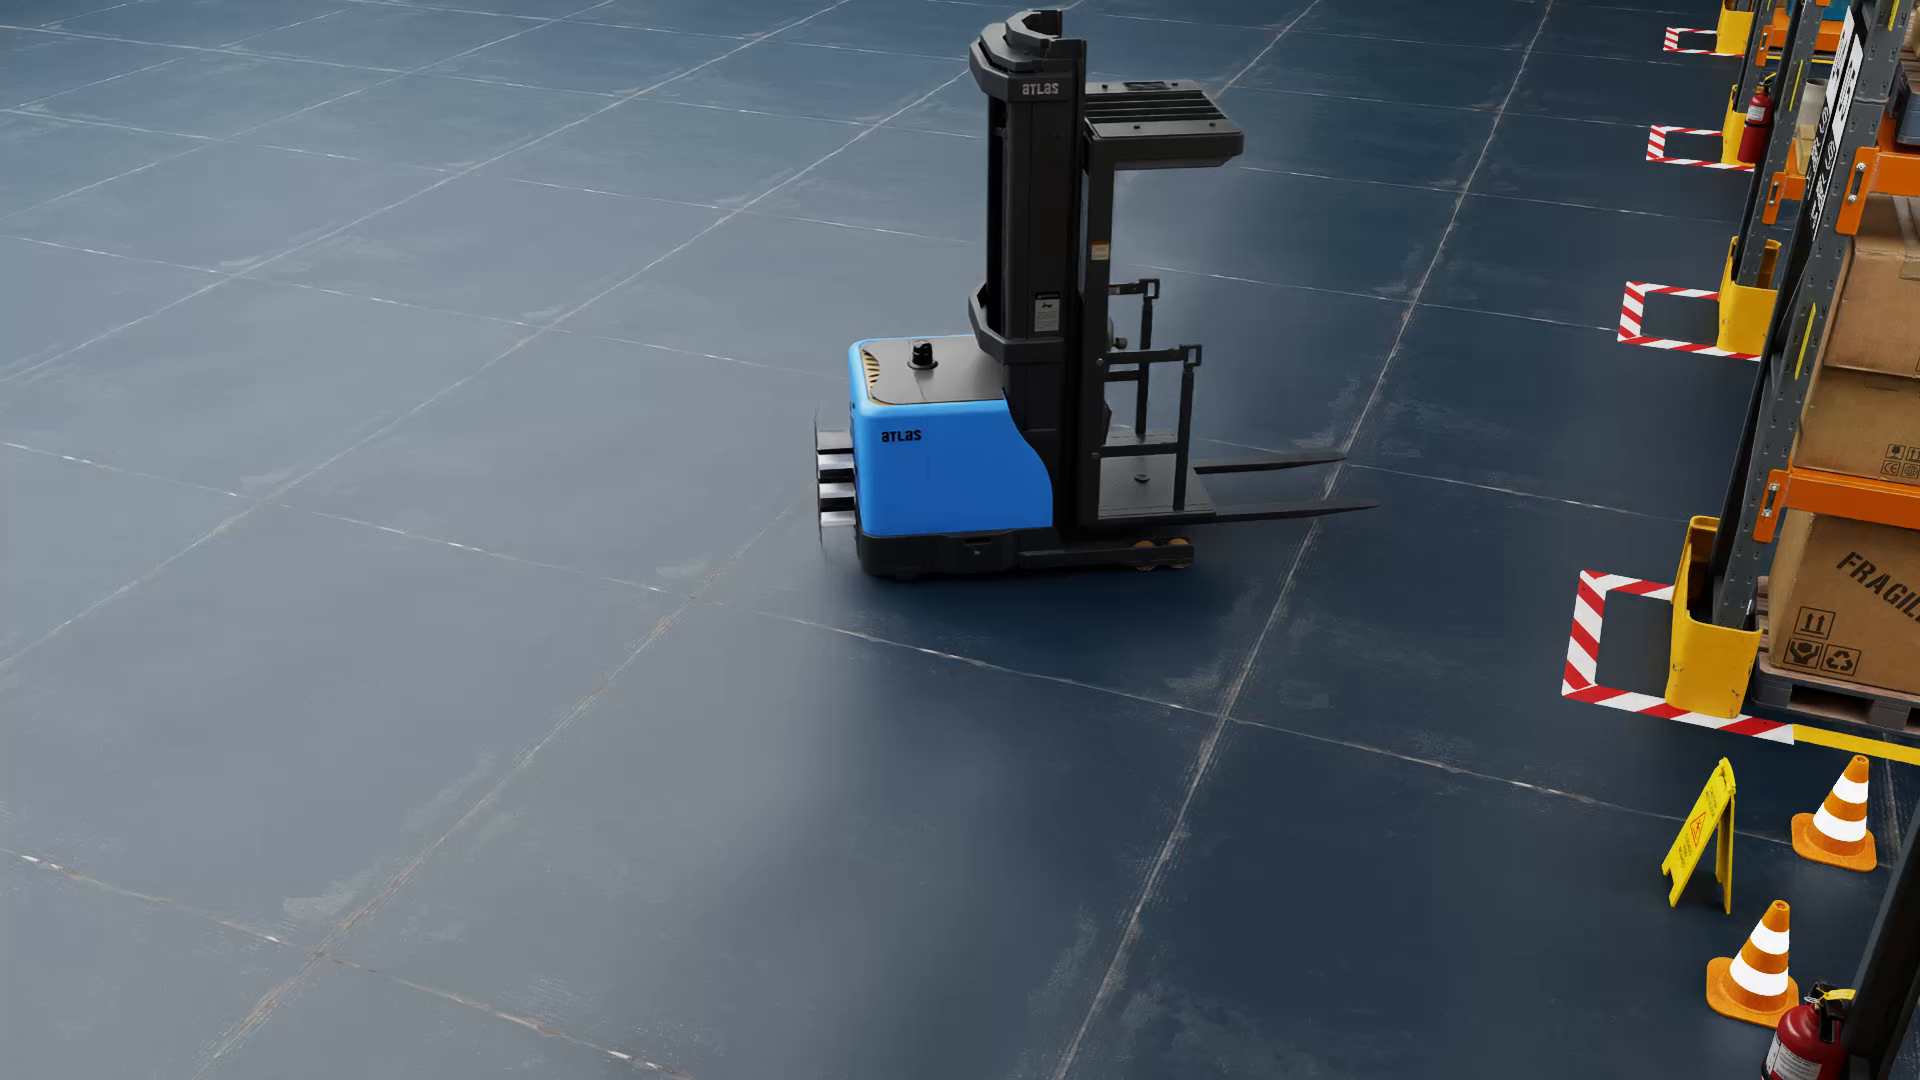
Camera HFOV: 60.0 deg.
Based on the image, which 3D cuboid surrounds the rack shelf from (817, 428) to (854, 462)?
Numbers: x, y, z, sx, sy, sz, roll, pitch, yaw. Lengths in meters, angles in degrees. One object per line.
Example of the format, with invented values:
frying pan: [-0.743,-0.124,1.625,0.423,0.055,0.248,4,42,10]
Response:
rack shelf: [-0.701,-0.532,9.295,0.200,0.077,0.258,-4,30,-6]

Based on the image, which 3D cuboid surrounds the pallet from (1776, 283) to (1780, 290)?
pallet: [6.680,-1.556,12.289,1.213,0.211,1.003,11,31,19]

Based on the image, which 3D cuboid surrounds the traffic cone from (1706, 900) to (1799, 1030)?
traffic cone: [3.130,1.595,6.459,0.334,0.463,0.336,11,31,19]

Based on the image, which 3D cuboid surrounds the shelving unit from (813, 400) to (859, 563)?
shelving unit: [-0.701,-0.326,9.412,0.210,0.900,0.258,-4,30,-6]

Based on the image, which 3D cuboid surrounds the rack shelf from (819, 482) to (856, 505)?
rack shelf: [-0.701,-0.297,9.428,0.200,0.077,0.258,-4,30,-6]

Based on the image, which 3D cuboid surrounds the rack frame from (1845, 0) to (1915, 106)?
rack frame: [3.912,-3.320,6.478,0.127,3.000,1.000,11,31,19]

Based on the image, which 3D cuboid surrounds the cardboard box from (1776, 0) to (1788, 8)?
cardboard box: [10.207,-6.816,20.365,0.500,0.500,0.500,11,31,19]

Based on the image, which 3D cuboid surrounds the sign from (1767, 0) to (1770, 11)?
sign: [7.522,-5.080,15.407,0.005,0.325,0.100,11,31,19]

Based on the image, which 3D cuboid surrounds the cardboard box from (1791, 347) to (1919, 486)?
cardboard box: [4.273,-0.725,7.832,0.550,0.550,0.875,11,31,19]

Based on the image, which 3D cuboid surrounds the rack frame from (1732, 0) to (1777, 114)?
rack frame: [7.733,-5.209,15.918,0.127,3.000,1.000,11,31,19]

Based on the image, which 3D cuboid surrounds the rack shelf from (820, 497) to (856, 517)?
rack shelf: [-0.701,-0.218,9.473,0.200,0.077,0.258,-4,30,-6]

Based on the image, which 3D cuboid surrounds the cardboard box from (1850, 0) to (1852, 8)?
cardboard box: [6.473,-3.570,11.598,0.500,0.500,0.500,11,31,19]

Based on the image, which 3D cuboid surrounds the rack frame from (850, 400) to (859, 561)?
rack frame: [-0.600,-0.332,9.423,0.006,0.900,0.240,-4,30,-6]

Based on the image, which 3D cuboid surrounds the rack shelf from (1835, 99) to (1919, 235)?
rack shelf: [5.765,-1.331,6.738,4.000,0.370,1.077,11,31,19]

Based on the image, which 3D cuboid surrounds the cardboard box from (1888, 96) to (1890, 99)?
cardboard box: [6.370,-3.009,11.622,0.500,0.500,0.875,11,31,19]

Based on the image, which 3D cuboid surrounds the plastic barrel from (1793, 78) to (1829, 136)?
plastic barrel: [8.371,-4.222,16.273,0.421,0.512,0.421,0,29,0]

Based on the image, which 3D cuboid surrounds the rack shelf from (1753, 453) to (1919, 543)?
rack shelf: [5.765,-0.025,7.476,4.000,0.370,1.077,11,31,19]

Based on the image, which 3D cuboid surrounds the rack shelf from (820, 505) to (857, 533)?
rack shelf: [-0.701,-0.140,9.517,0.200,0.077,0.258,-4,30,-6]

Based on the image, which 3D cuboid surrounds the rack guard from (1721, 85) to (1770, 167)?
rack guard: [7.821,-4.128,16.546,0.348,0.500,1.175,11,31,19]

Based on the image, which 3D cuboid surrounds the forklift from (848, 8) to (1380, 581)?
forklift: [0.900,-1.357,9.173,3.031,2.935,1.130,-4,30,-6]

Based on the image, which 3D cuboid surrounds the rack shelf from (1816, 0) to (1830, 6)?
rack shelf: [7.724,-3.573,10.706,4.000,0.370,1.077,11,31,19]

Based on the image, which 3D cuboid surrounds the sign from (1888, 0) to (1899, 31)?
sign: [3.698,-2.177,6.536,0.005,0.325,0.100,11,31,19]

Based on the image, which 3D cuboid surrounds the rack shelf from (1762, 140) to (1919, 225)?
rack shelf: [7.724,-2.268,11.444,4.000,0.370,1.077,11,31,19]

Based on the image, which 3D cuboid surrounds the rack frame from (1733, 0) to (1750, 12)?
rack frame: [9.598,-7.467,19.912,0.127,3.000,1.000,11,31,19]

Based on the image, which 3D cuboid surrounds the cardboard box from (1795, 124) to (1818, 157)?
cardboard box: [6.212,-2.883,12.057,0.250,0.149,0.380,11,31,19]

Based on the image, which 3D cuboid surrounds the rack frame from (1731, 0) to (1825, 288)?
rack frame: [5.870,-2.951,11.922,0.127,3.000,1.000,11,31,19]

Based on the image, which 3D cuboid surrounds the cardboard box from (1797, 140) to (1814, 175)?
cardboard box: [6.045,-2.680,11.698,0.250,0.149,0.380,11,31,19]

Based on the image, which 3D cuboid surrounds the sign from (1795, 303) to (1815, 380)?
sign: [3.698,-0.867,7.276,0.005,0.325,0.100,11,31,19]

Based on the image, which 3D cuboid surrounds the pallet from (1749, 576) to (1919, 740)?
pallet: [4.682,0.618,8.442,1.213,0.211,1.003,11,31,19]

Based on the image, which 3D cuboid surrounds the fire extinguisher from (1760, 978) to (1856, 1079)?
fire extinguisher: [2.212,1.370,4.356,0.183,0.674,0.296,11,31,19]

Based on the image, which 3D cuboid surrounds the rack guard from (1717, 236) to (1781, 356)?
rack guard: [5.941,-1.848,12.512,0.348,0.500,1.175,11,31,19]

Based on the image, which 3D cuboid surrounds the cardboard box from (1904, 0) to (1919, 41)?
cardboard box: [6.278,-3.333,11.178,0.500,0.500,0.500,11,31,19]

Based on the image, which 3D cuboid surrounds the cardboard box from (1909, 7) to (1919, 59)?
cardboard box: [4.348,-2.224,7.314,0.250,0.149,0.380,11,31,19]

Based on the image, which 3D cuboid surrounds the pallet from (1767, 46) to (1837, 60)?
pallet: [10.323,-6.131,20.382,1.213,0.211,1.003,11,31,19]

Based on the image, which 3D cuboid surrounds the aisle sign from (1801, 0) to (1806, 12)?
aisle sign: [5.700,-3.957,11.061,0.004,0.787,0.394,11,31,19]

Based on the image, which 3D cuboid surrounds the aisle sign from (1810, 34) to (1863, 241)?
aisle sign: [3.734,-1.716,7.095,0.004,0.787,0.394,11,31,19]

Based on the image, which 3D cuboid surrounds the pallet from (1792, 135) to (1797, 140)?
pallet: [8.572,-3.850,16.347,1.213,0.211,1.003,11,31,19]

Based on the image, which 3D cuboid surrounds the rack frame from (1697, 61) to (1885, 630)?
rack frame: [3.912,-0.708,7.954,0.127,3.000,1.000,11,31,19]

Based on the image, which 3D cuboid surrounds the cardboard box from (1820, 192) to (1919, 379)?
cardboard box: [4.241,-1.157,7.499,0.550,0.550,0.875,11,31,19]

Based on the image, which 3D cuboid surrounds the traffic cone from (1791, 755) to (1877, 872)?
traffic cone: [3.870,1.142,7.259,0.334,0.463,0.336,11,31,19]

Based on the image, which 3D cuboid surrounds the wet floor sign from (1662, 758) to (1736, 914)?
wet floor sign: [3.141,1.215,6.945,0.232,0.644,0.267,6,30,11]

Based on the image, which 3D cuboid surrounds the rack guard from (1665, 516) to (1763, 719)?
rack guard: [3.890,0.376,8.577,0.348,0.500,1.175,11,31,19]

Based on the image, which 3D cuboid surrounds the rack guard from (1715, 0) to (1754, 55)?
rack guard: [9.576,-6.383,20.535,0.348,0.500,1.175,11,31,19]

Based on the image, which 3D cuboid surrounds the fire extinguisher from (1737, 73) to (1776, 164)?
fire extinguisher: [5.938,-3.148,12.350,0.183,0.674,0.296,11,31,19]

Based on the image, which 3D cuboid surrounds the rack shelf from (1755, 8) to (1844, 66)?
rack shelf: [9.586,-4.526,15.440,4.000,0.370,1.077,11,31,19]

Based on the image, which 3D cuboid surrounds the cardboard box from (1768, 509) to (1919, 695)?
cardboard box: [4.565,0.130,8.205,0.875,0.875,0.875,11,31,19]

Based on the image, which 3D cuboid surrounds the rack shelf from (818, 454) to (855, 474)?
rack shelf: [-0.701,-0.454,9.340,0.200,0.077,0.258,-4,30,-6]

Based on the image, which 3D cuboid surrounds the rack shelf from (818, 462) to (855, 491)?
rack shelf: [-0.701,-0.375,9.384,0.200,0.077,0.258,-4,30,-6]

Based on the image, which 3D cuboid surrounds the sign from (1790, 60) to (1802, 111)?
sign: [5.667,-3.080,11.271,0.005,0.325,0.100,11,31,19]

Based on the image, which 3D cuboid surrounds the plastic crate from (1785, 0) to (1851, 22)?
plastic crate: [8.309,-5.188,16.032,0.616,0.251,0.499,11,31,19]

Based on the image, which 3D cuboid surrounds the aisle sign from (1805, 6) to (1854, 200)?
aisle sign: [3.959,-1.989,7.579,0.004,0.787,0.394,11,31,19]

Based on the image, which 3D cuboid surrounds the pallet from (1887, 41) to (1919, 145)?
pallet: [4.603,-1.843,7.003,1.213,0.211,1.003,11,31,19]

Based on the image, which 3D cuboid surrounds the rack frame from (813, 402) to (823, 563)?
rack frame: [-0.802,-0.320,9.401,0.006,0.900,0.240,-4,30,-6]
